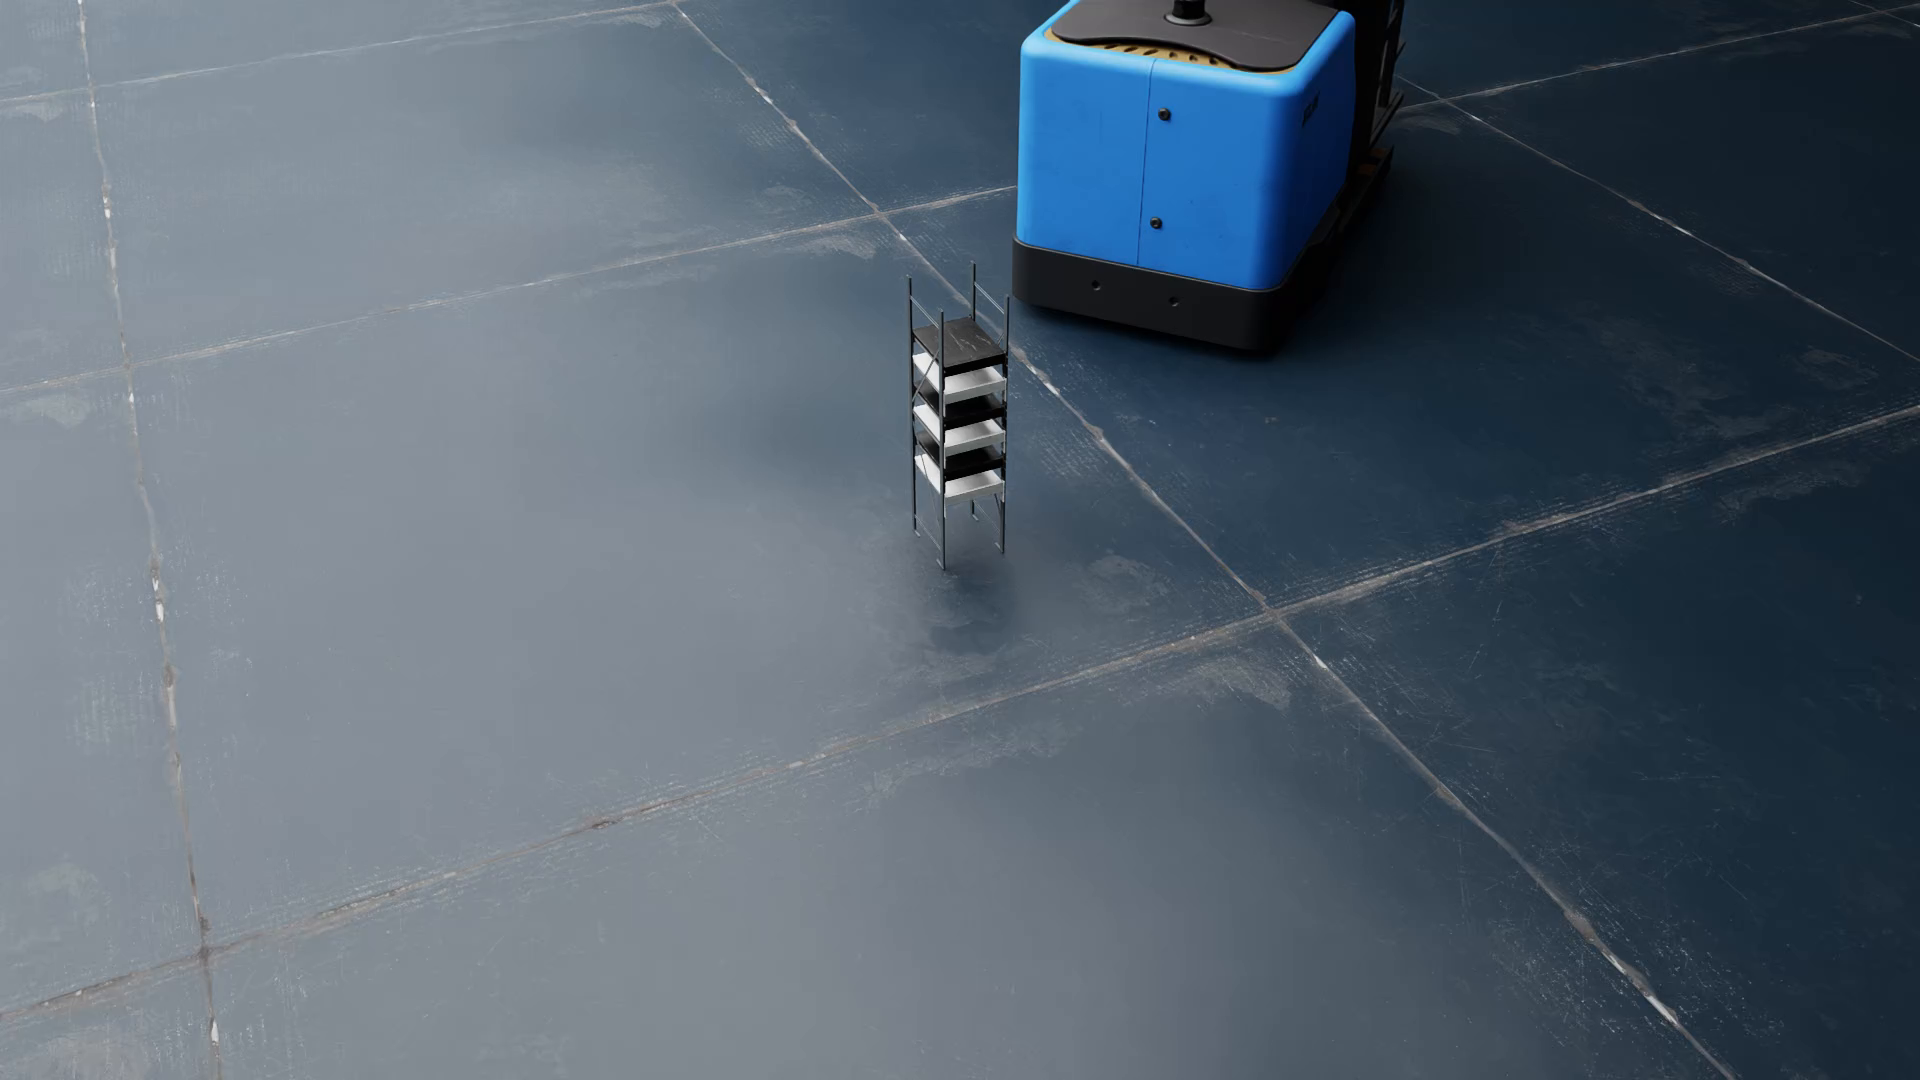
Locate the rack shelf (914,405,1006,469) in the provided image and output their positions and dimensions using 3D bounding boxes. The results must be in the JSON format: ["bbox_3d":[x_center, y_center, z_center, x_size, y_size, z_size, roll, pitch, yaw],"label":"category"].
[{"bbox_3d":[-0.007,-0.333,4.999,0.200,0.077,0.258,-16,39,-20],"label":"rack shelf"}]

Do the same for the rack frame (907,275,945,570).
[{"bbox_3d":[-0.099,-0.334,4.944,0.006,0.900,0.240,-16,39,-20],"label":"rack frame"}]

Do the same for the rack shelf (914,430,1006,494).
[{"bbox_3d":[-0.007,-0.260,5.053,0.200,0.077,0.258,-16,39,-20],"label":"rack shelf"}]

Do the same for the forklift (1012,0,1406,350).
[{"bbox_3d":[1.267,-2.740,6.484,1.130,2.935,3.031,15,39,19],"label":"forklift"}]

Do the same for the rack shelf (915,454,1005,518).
[{"bbox_3d":[-0.007,-0.188,5.106,0.200,0.077,0.258,-16,39,-20],"label":"rack shelf"}]

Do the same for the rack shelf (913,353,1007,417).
[{"bbox_3d":[-0.007,-0.477,4.892,0.200,0.077,0.258,-16,39,-20],"label":"rack shelf"}]

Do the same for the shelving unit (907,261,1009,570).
[{"bbox_3d":[-0.007,-0.359,4.979,0.210,0.900,0.258,-16,39,-20],"label":"shelving unit"}]

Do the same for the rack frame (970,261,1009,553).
[{"bbox_3d":[0.085,-0.385,5.014,0.006,0.900,0.240,-16,39,-20],"label":"rack frame"}]

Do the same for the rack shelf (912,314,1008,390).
[{"bbox_3d":[-0.007,-0.549,4.838,0.200,0.077,0.258,-16,39,-20],"label":"rack shelf"}]

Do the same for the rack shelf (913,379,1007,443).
[{"bbox_3d":[-0.007,-0.405,4.945,0.200,0.077,0.258,-16,39,-20],"label":"rack shelf"}]
